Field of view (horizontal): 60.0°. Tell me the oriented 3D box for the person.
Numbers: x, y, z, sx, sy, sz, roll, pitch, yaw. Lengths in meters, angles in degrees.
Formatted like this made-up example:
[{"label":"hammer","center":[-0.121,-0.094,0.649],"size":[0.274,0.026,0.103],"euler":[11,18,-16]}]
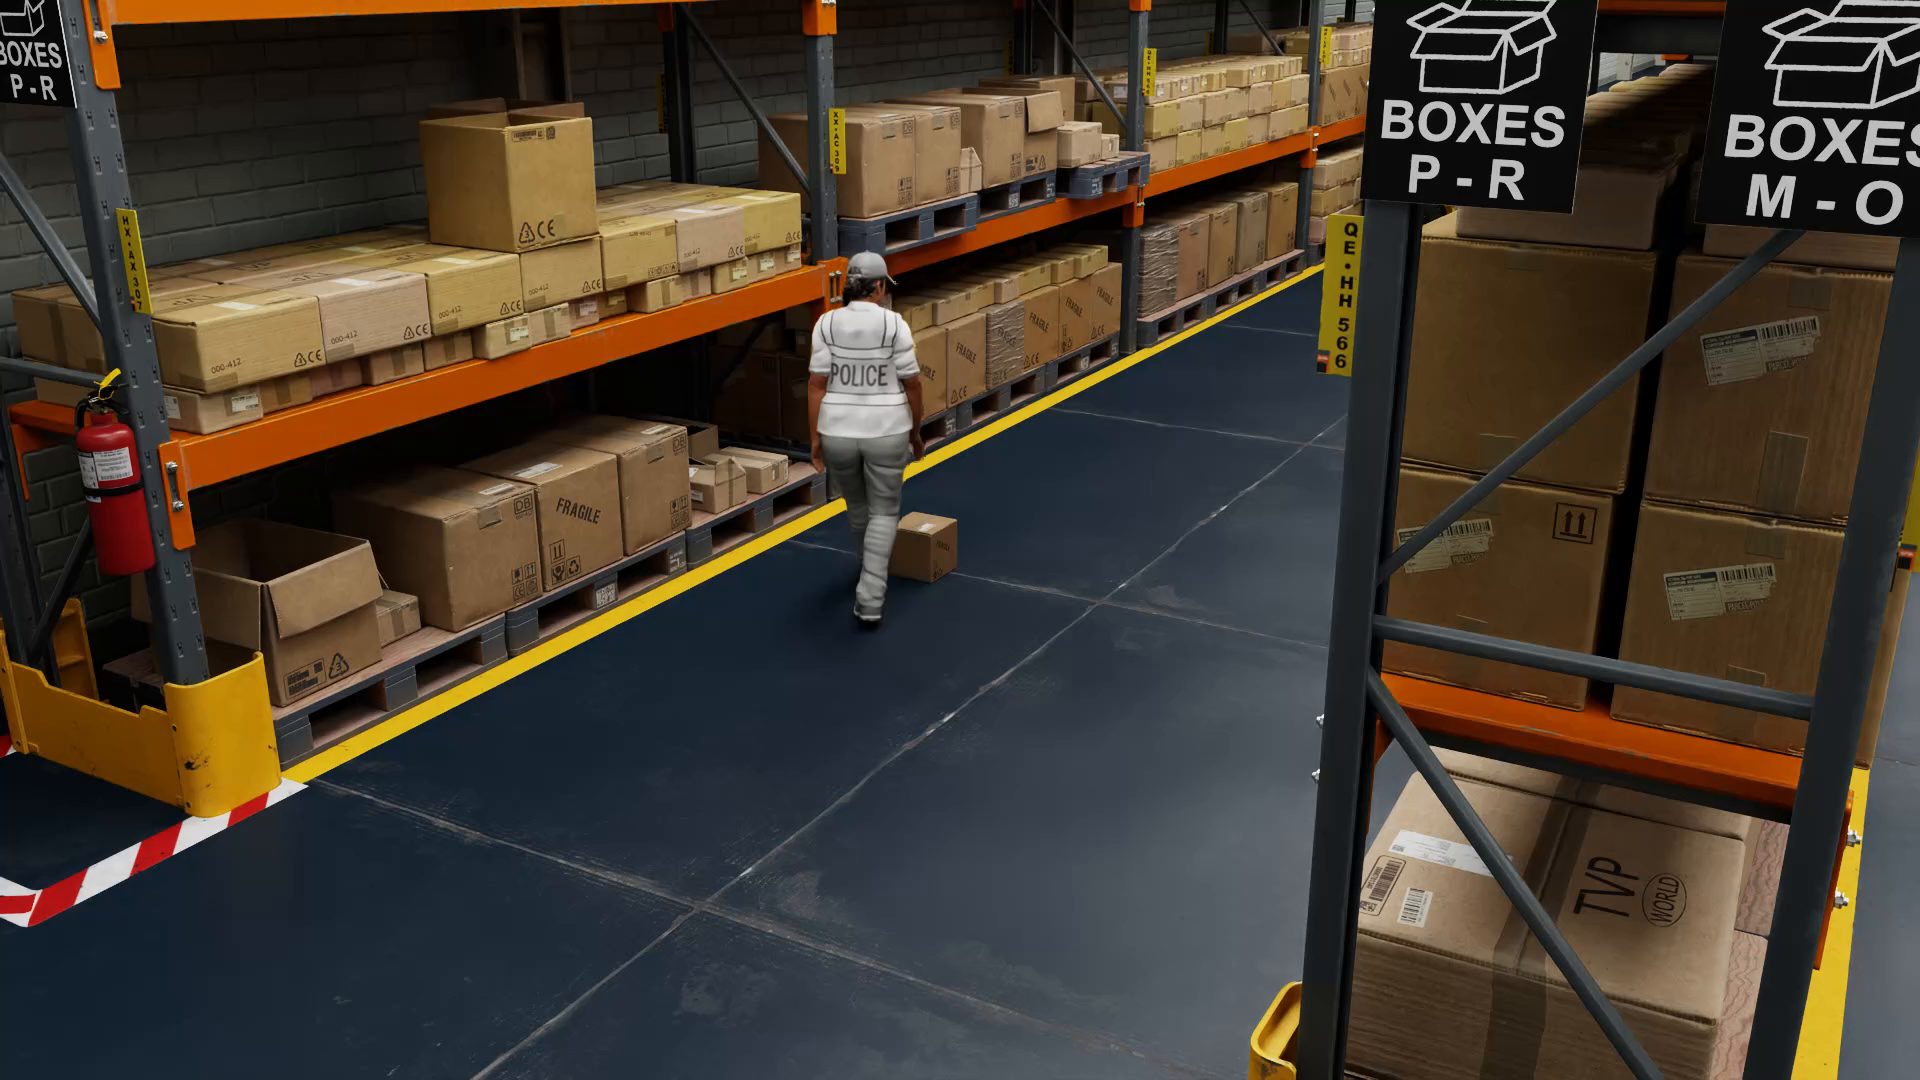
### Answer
[{"label":"person","center":[-0.401,-0.502,7.532],"size":[0.502,1.611,0.913],"euler":[4,20,10]}]
